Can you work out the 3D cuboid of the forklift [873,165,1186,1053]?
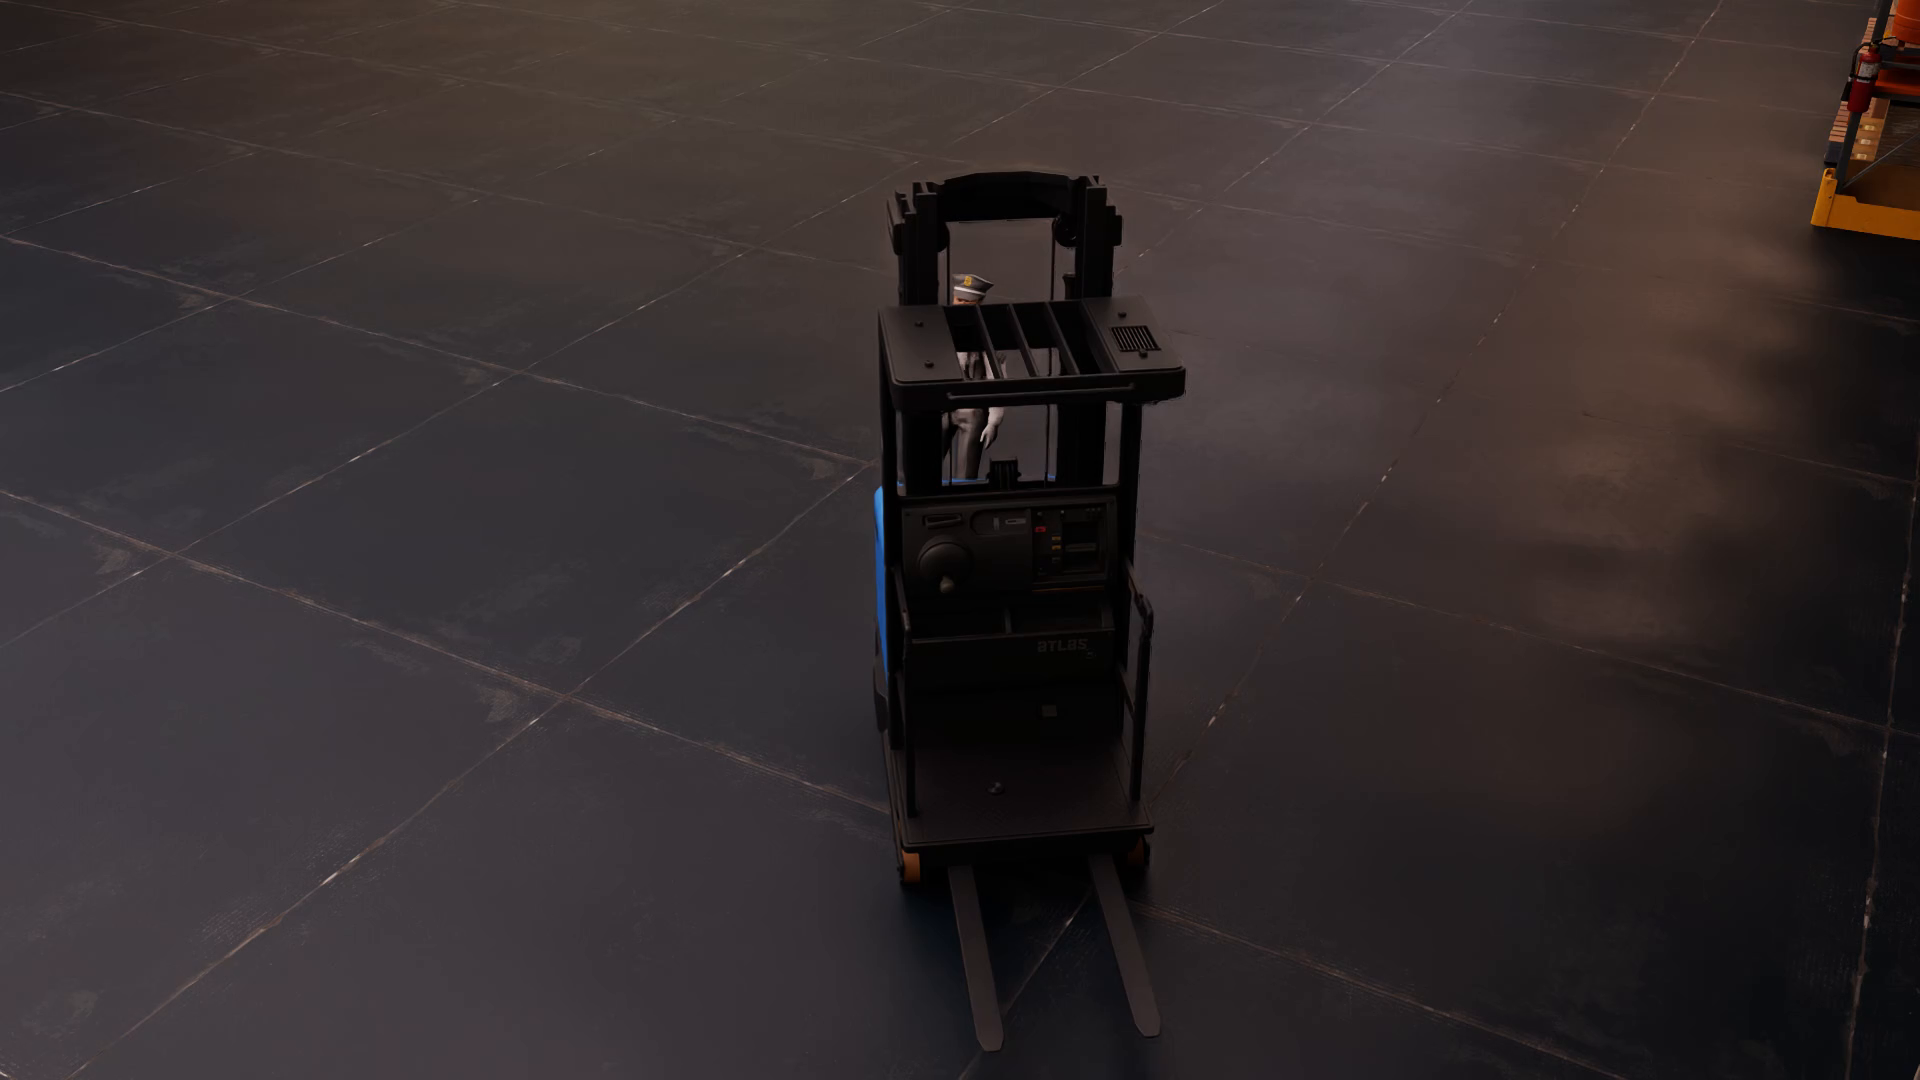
[{"bbox_3d":[0.245,0.072,6.946,1.130,2.935,3.031,-3,30,-6],"label":"forklift"}]

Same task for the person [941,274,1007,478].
[{"bbox_3d":[-0.039,-0.712,9.527,0.586,1.694,0.531,15,33,25],"label":"person"}]
